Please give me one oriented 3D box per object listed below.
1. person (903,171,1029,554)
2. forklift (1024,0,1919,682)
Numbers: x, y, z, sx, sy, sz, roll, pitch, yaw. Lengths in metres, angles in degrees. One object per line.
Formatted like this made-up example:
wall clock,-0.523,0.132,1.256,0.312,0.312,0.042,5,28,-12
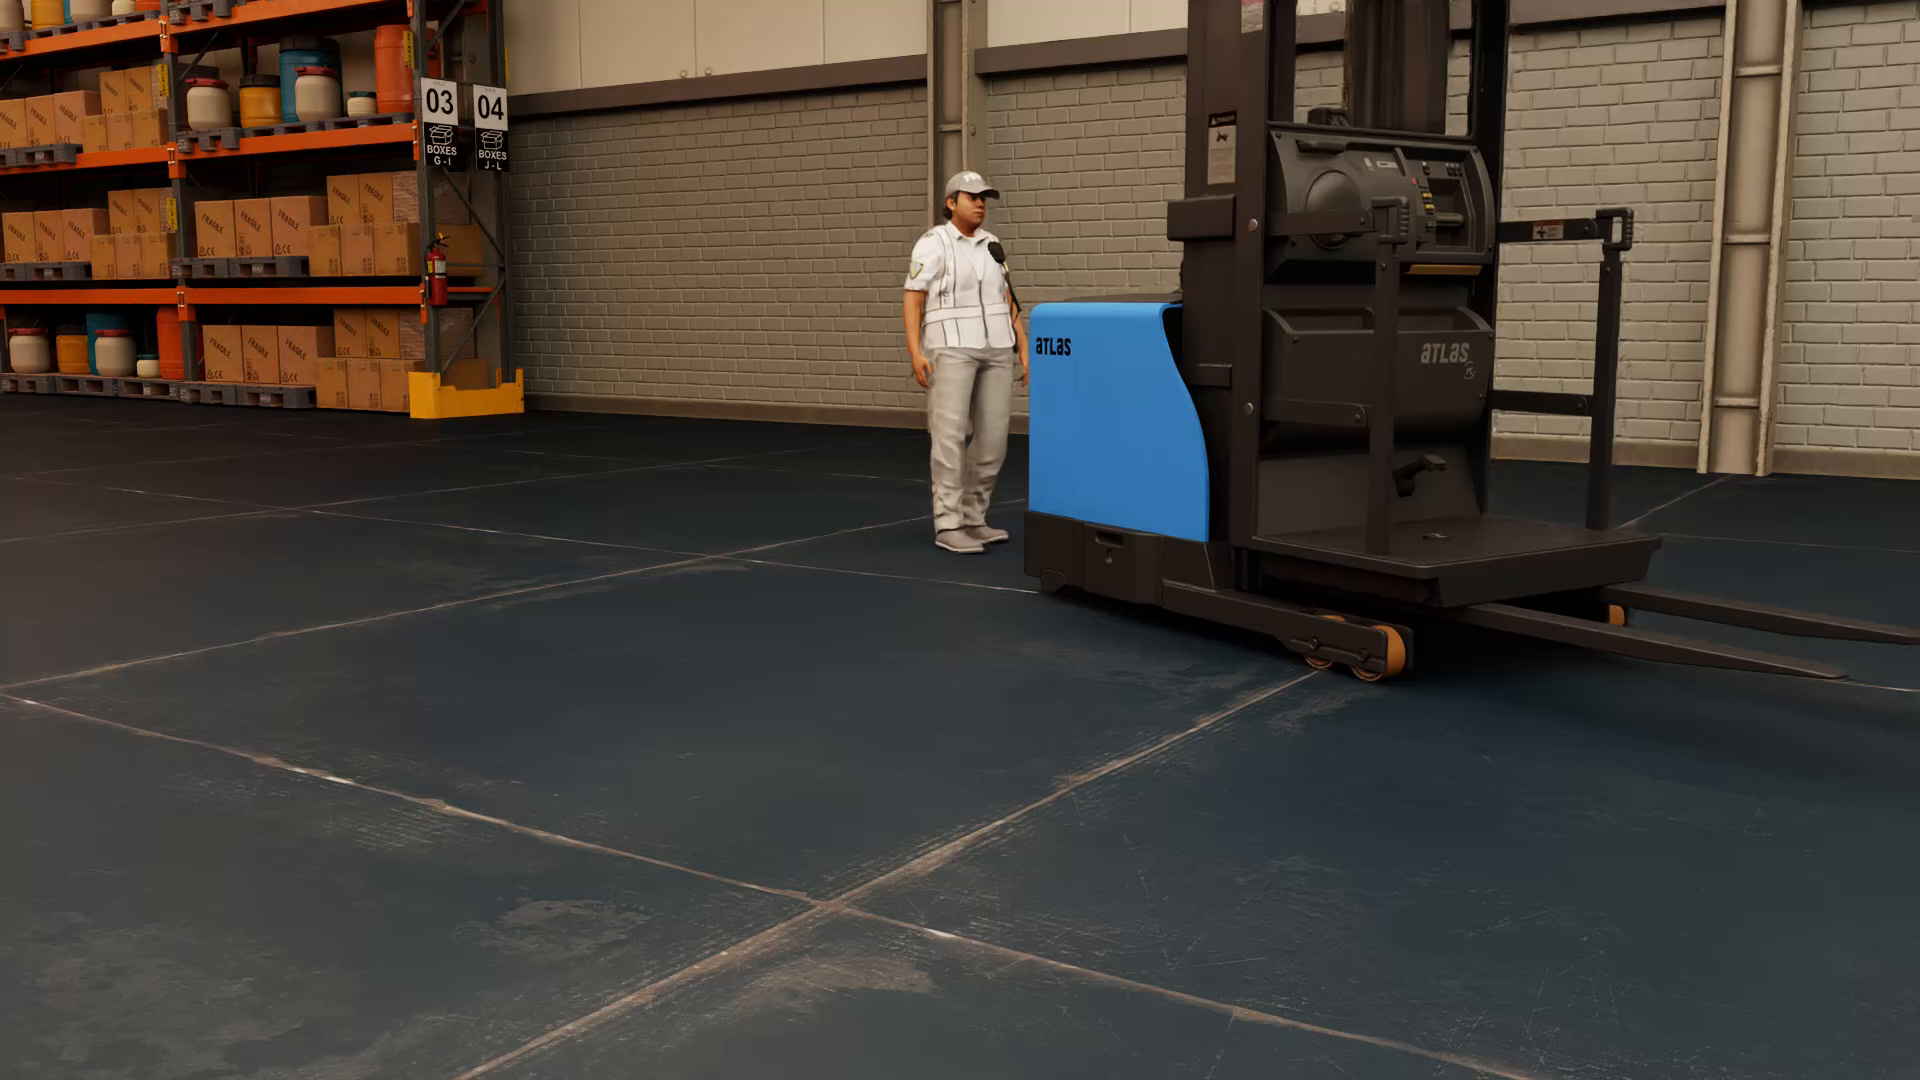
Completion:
person,0.082,-0.796,7.371,0.588,1.663,0.584,-5,9,-30
forklift,1.460,-1.120,5.072,1.130,2.935,3.031,-5,10,-33
